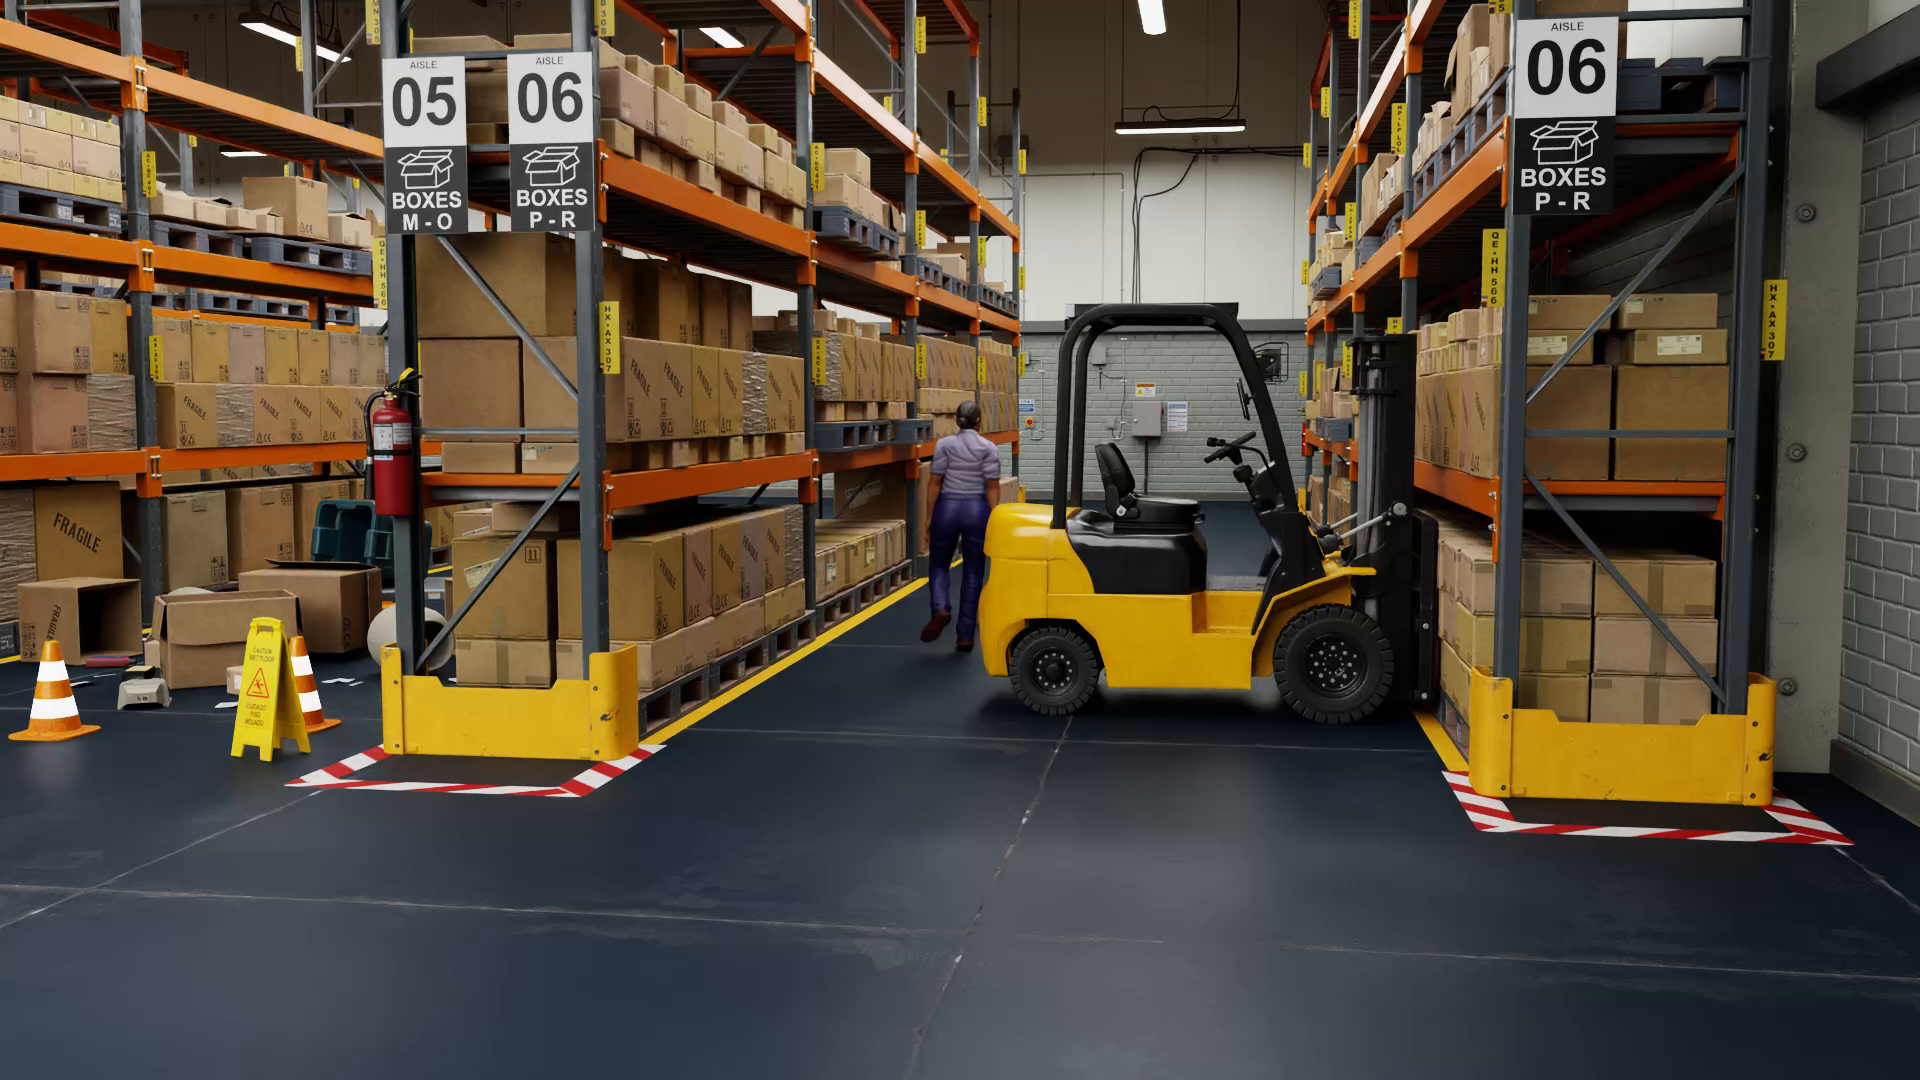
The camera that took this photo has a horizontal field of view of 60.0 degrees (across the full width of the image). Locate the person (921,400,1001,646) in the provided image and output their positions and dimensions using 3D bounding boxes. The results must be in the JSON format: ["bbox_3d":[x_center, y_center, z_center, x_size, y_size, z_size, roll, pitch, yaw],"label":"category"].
[{"bbox_3d":[0.008,-0.107,11.095,0.523,1.643,0.479,0,5,4],"label":"person"}]
